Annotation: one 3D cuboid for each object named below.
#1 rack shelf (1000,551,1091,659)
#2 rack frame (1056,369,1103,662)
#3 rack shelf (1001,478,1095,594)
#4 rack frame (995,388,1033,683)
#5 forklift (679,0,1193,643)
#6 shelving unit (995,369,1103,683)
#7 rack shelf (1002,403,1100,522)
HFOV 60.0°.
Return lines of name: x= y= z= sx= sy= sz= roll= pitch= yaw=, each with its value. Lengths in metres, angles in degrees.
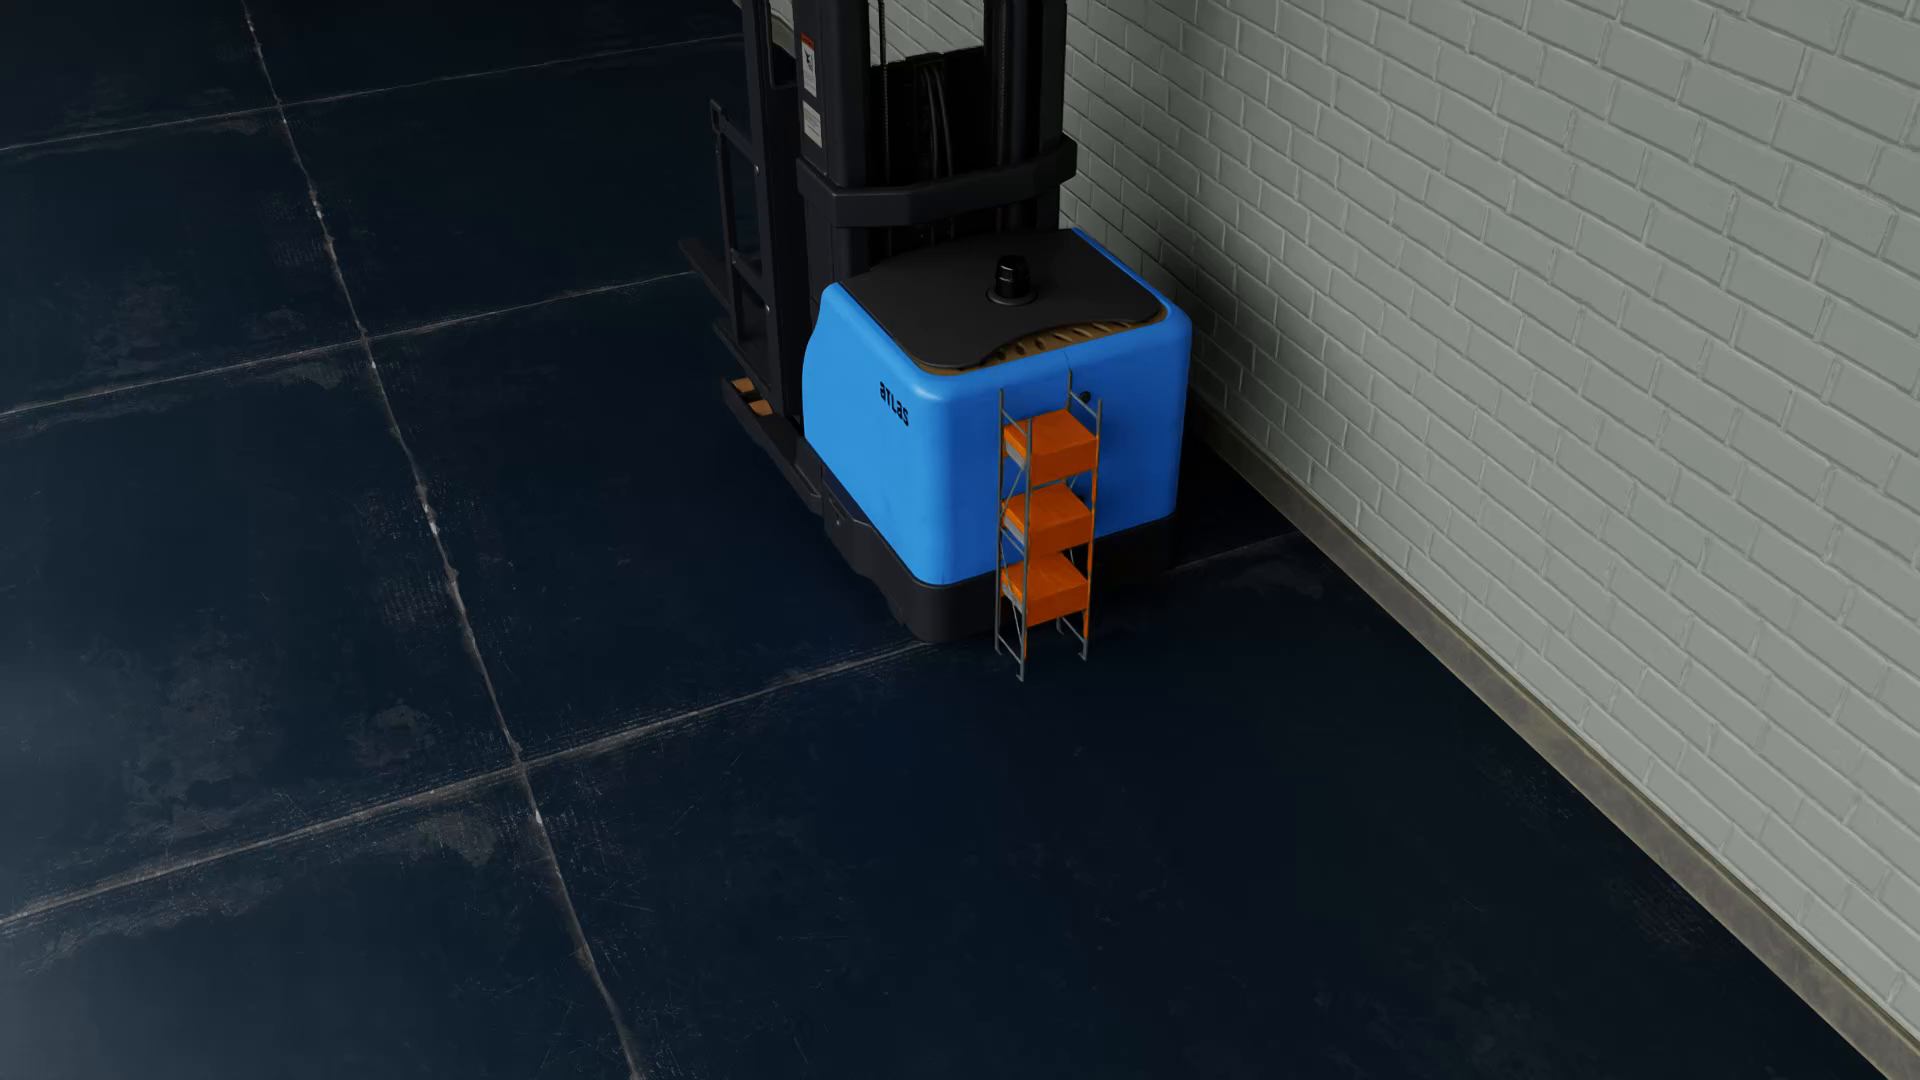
rack shelf: x=0.278 y=0.205 z=5.576 sx=0.240 sy=0.259 sz=0.215 roll=-17 pitch=40 yaw=-21
rack frame: x=0.387 y=-0.059 z=5.448 sx=0.008 sy=1.050 sz=0.200 roll=-17 pitch=40 yaw=-21
rack shelf: x=0.278 y=-0.018 z=5.410 sx=0.240 sy=0.259 sz=0.215 roll=-17 pitch=40 yaw=-21
rack frame: x=0.169 y=0.007 z=5.360 sx=0.008 sy=1.050 sz=0.200 roll=-17 pitch=40 yaw=-21
forklift: x=-0.332 y=-1.692 z=6.071 sx=1.130 sy=2.935 sz=3.031 roll=-17 pitch=40 yaw=-21
shelving unit: x=0.278 y=-0.026 z=5.404 sx=0.252 sy=1.050 sz=0.215 roll=-17 pitch=40 yaw=-21
rack shelf: x=0.278 y=-0.245 z=5.241 sx=0.240 sy=0.259 sz=0.215 roll=-17 pitch=40 yaw=-21
